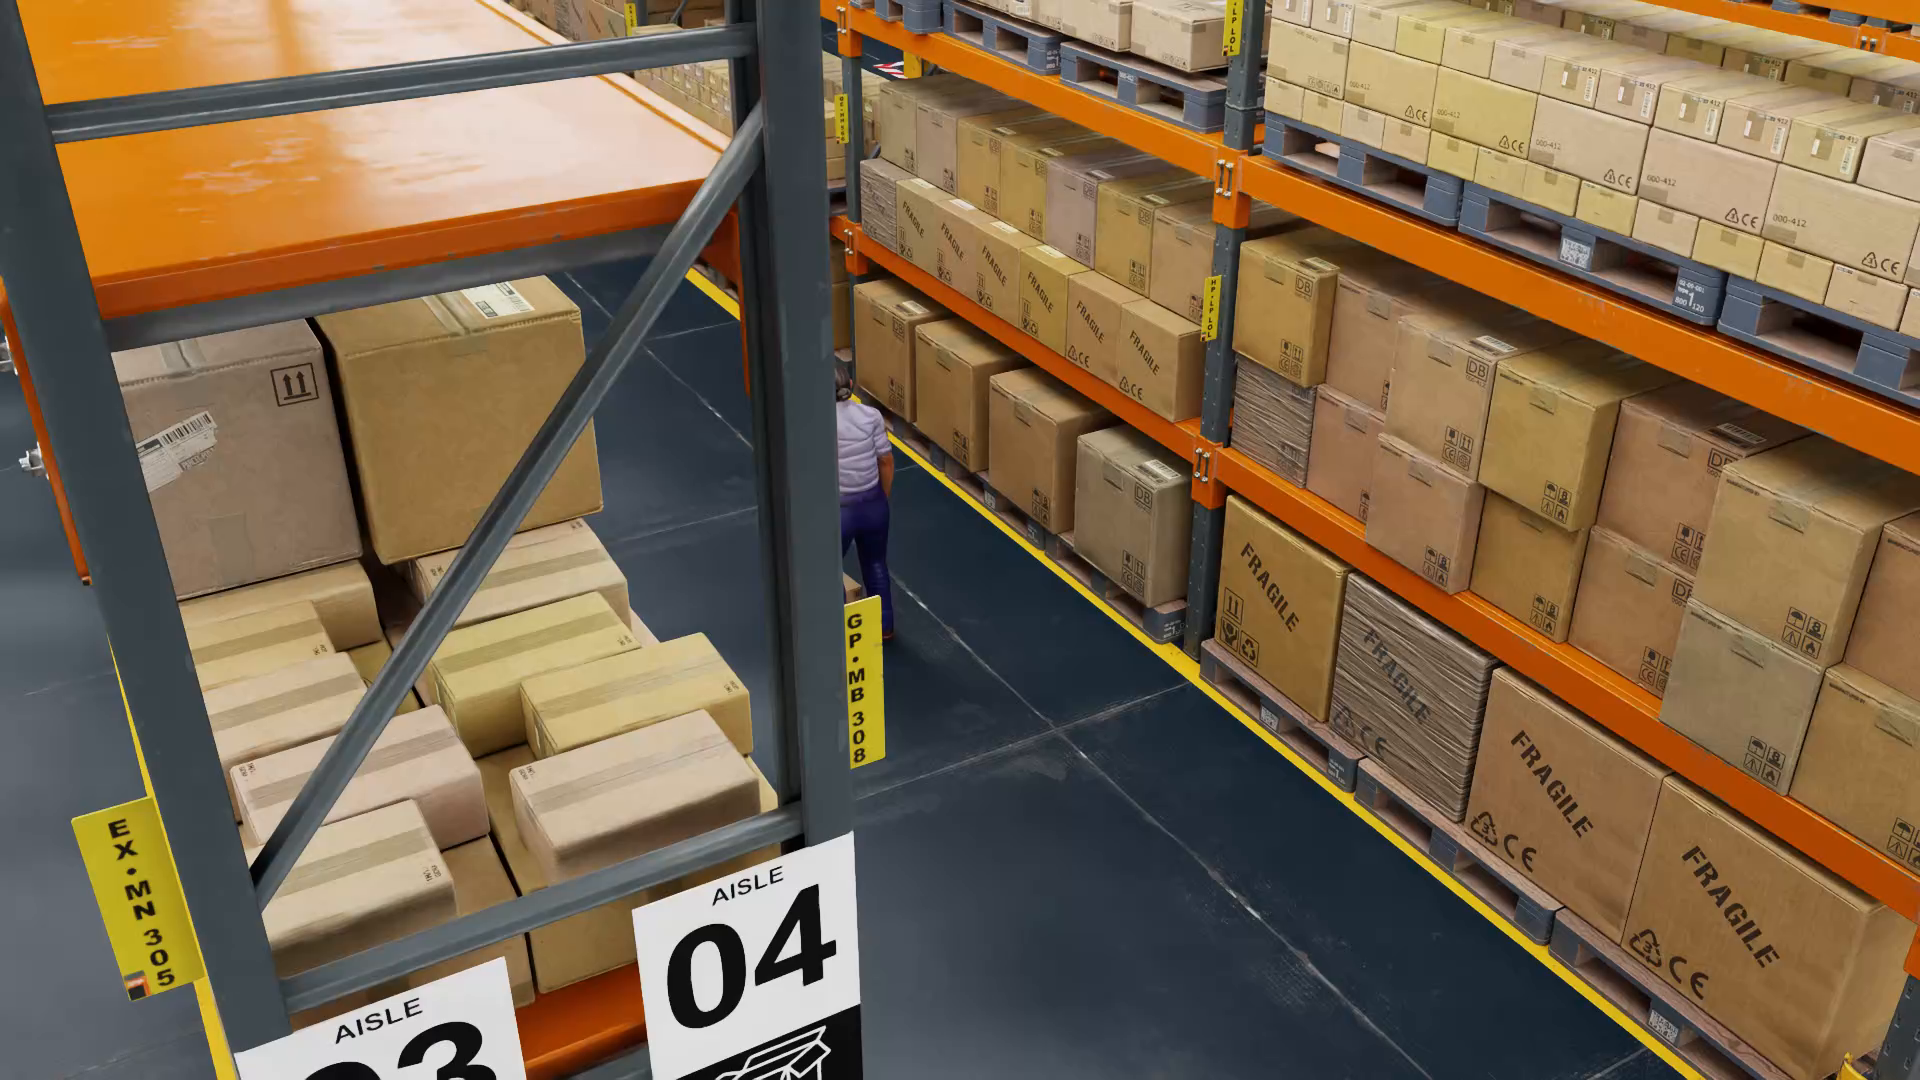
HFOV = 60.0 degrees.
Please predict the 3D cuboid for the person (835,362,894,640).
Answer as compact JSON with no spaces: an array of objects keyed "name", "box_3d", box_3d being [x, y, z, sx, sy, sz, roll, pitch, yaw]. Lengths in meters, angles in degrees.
[{"name":"person","box_3d":[-0.592,-0.161,8.851,0.537,1.651,0.373,-16,33,-26]}]
